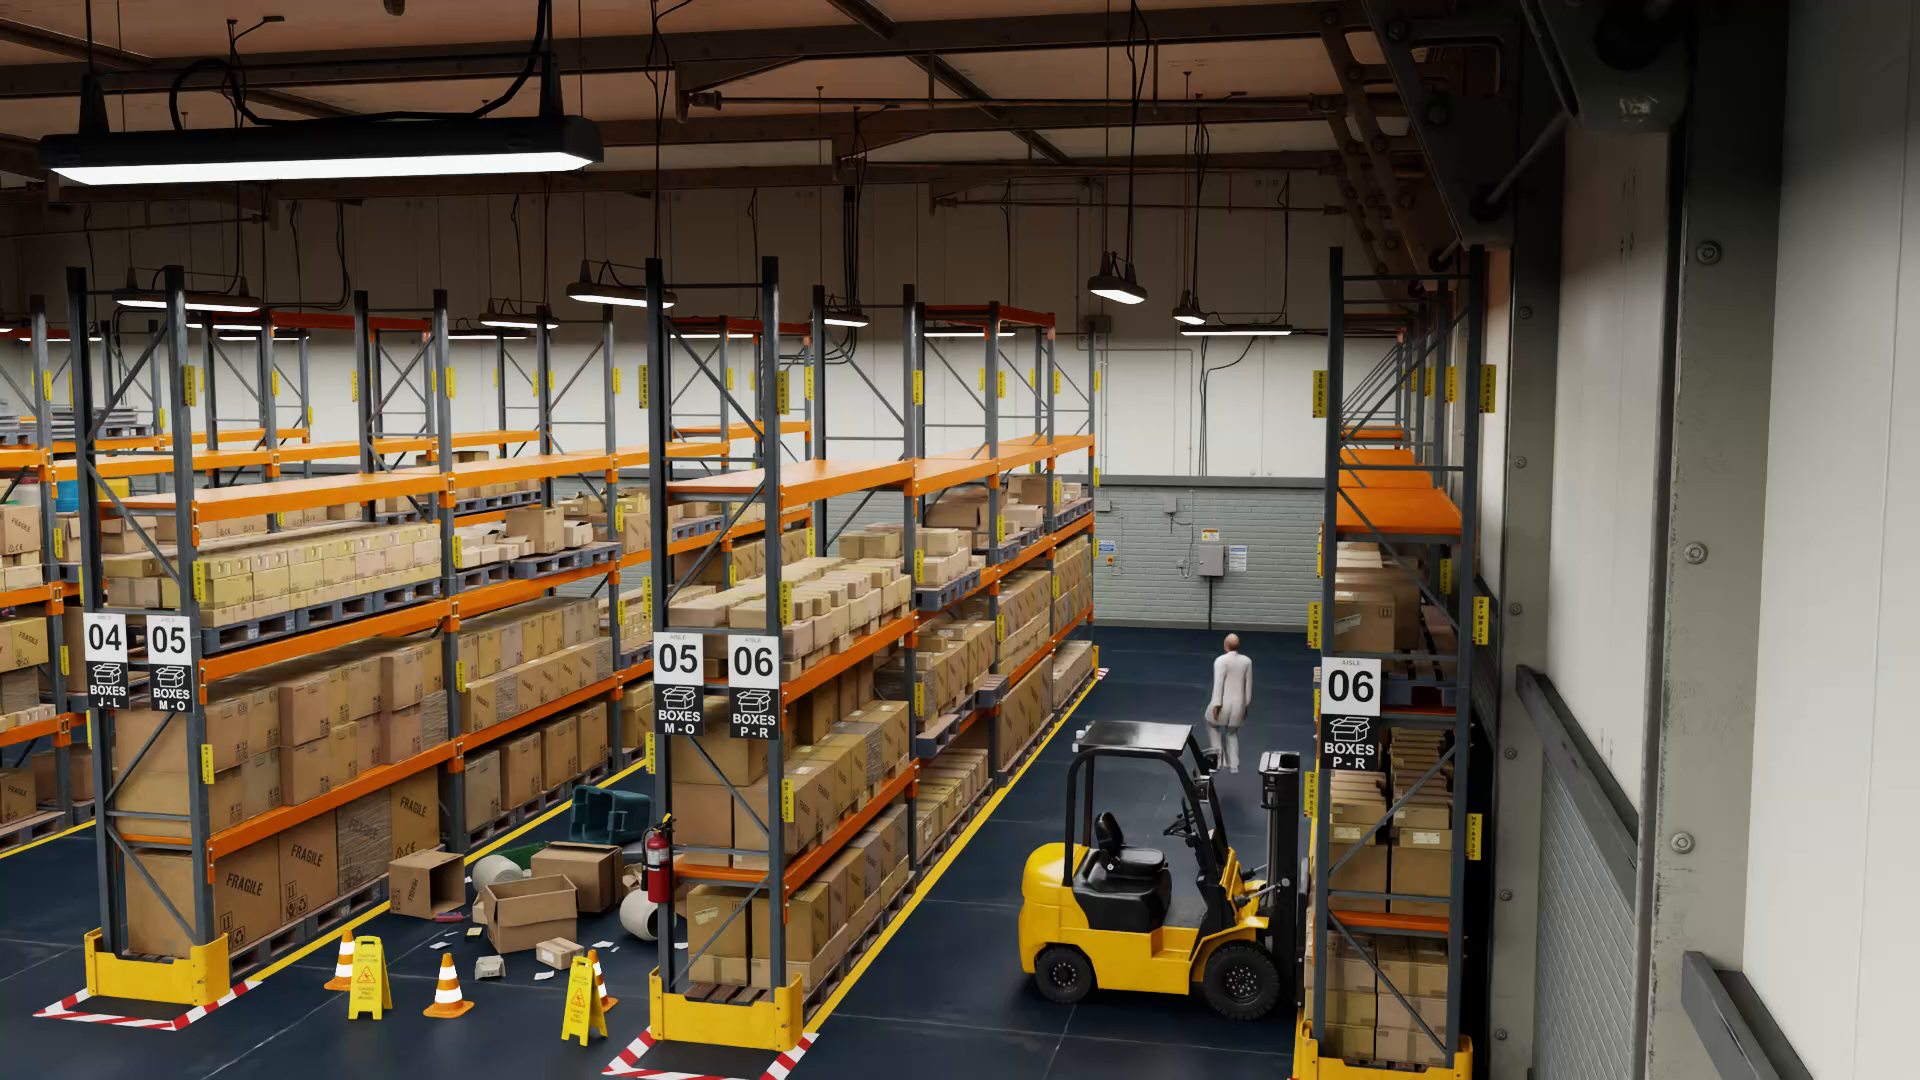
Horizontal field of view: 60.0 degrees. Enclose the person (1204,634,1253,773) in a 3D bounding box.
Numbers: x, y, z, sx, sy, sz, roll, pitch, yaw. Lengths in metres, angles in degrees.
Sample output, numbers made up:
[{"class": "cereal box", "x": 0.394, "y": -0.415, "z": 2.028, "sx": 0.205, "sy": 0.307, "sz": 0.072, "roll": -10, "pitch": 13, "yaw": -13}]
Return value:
[{"class": "person", "x": 3.327, "y": 2.030, "z": 20.407, "sx": 0.588, "sy": 1.752, "sz": 0.613, "roll": -1, "pitch": 6, "yaw": -6}]
